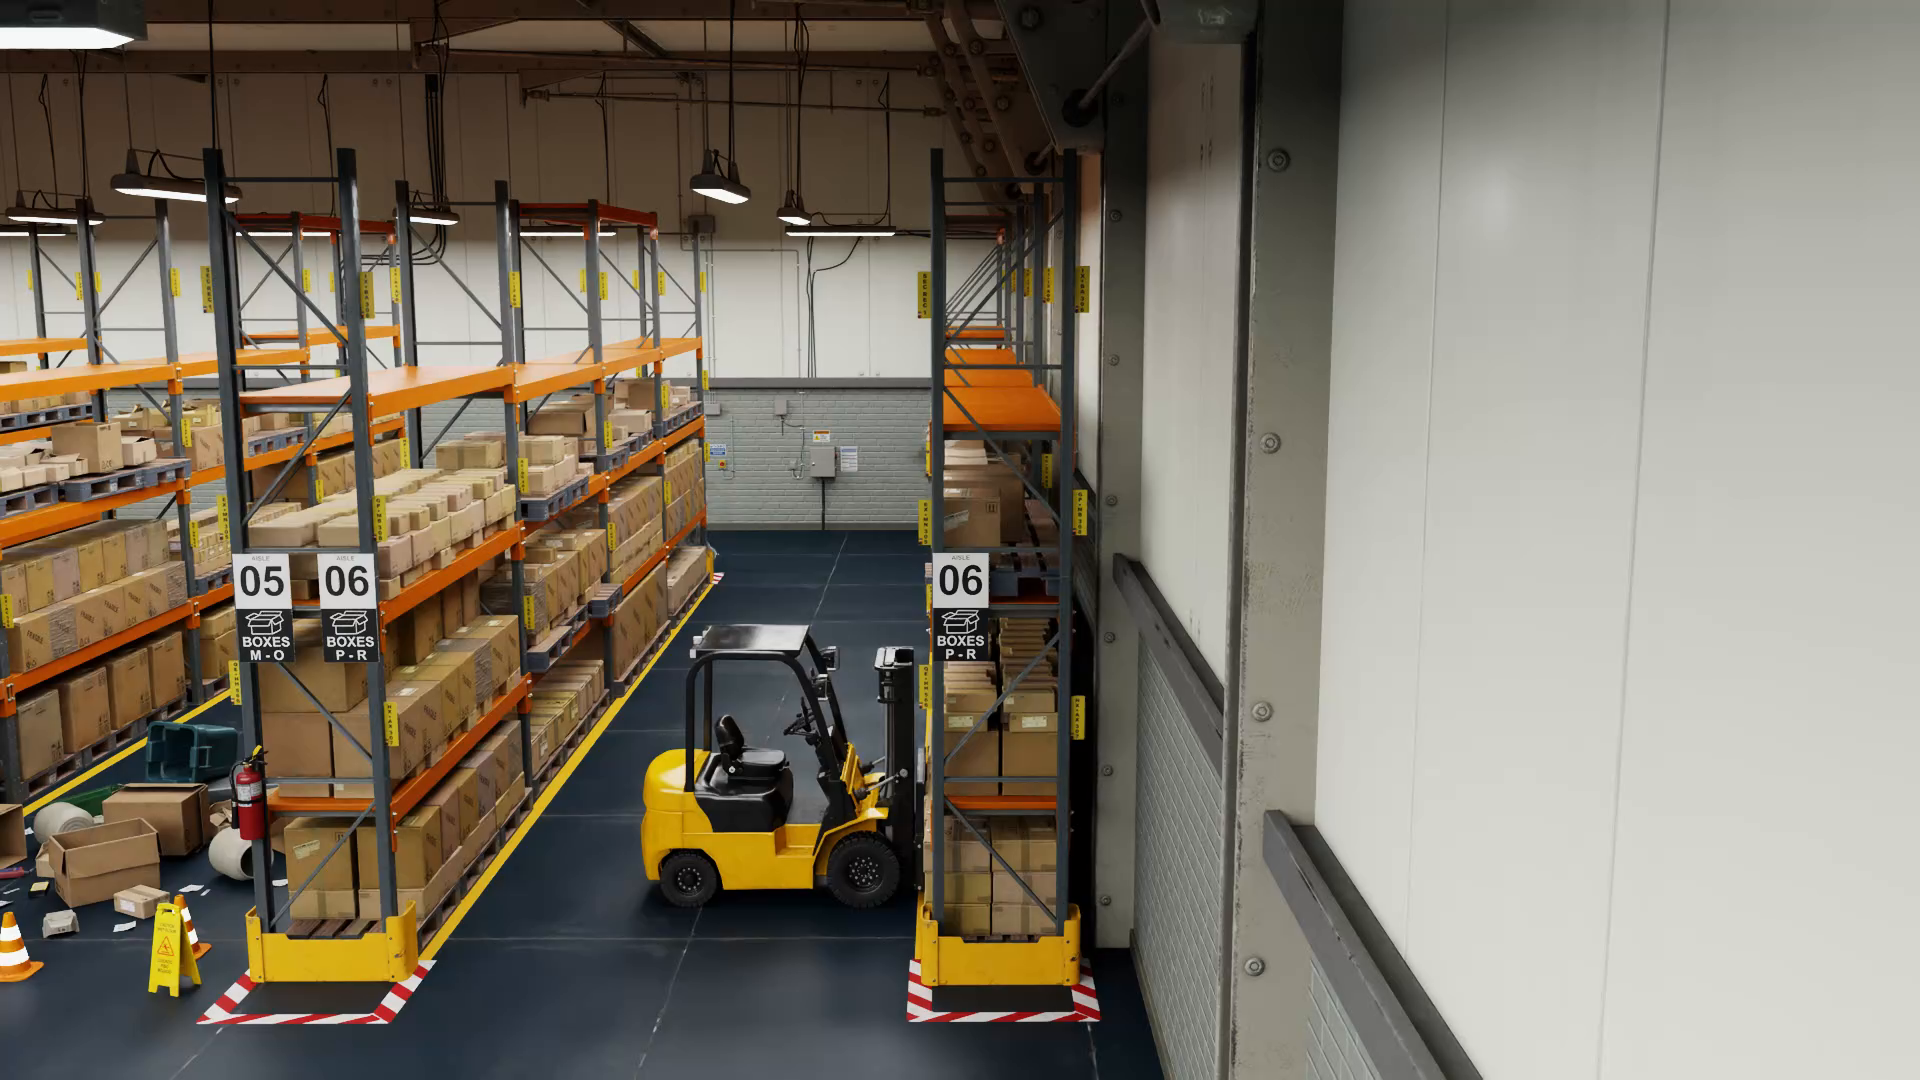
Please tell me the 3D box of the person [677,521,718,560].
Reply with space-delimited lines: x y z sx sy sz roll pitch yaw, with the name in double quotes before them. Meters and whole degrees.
"person" -4.767 -0.325 29.319 0.813 1.594 0.835 2 9 13
